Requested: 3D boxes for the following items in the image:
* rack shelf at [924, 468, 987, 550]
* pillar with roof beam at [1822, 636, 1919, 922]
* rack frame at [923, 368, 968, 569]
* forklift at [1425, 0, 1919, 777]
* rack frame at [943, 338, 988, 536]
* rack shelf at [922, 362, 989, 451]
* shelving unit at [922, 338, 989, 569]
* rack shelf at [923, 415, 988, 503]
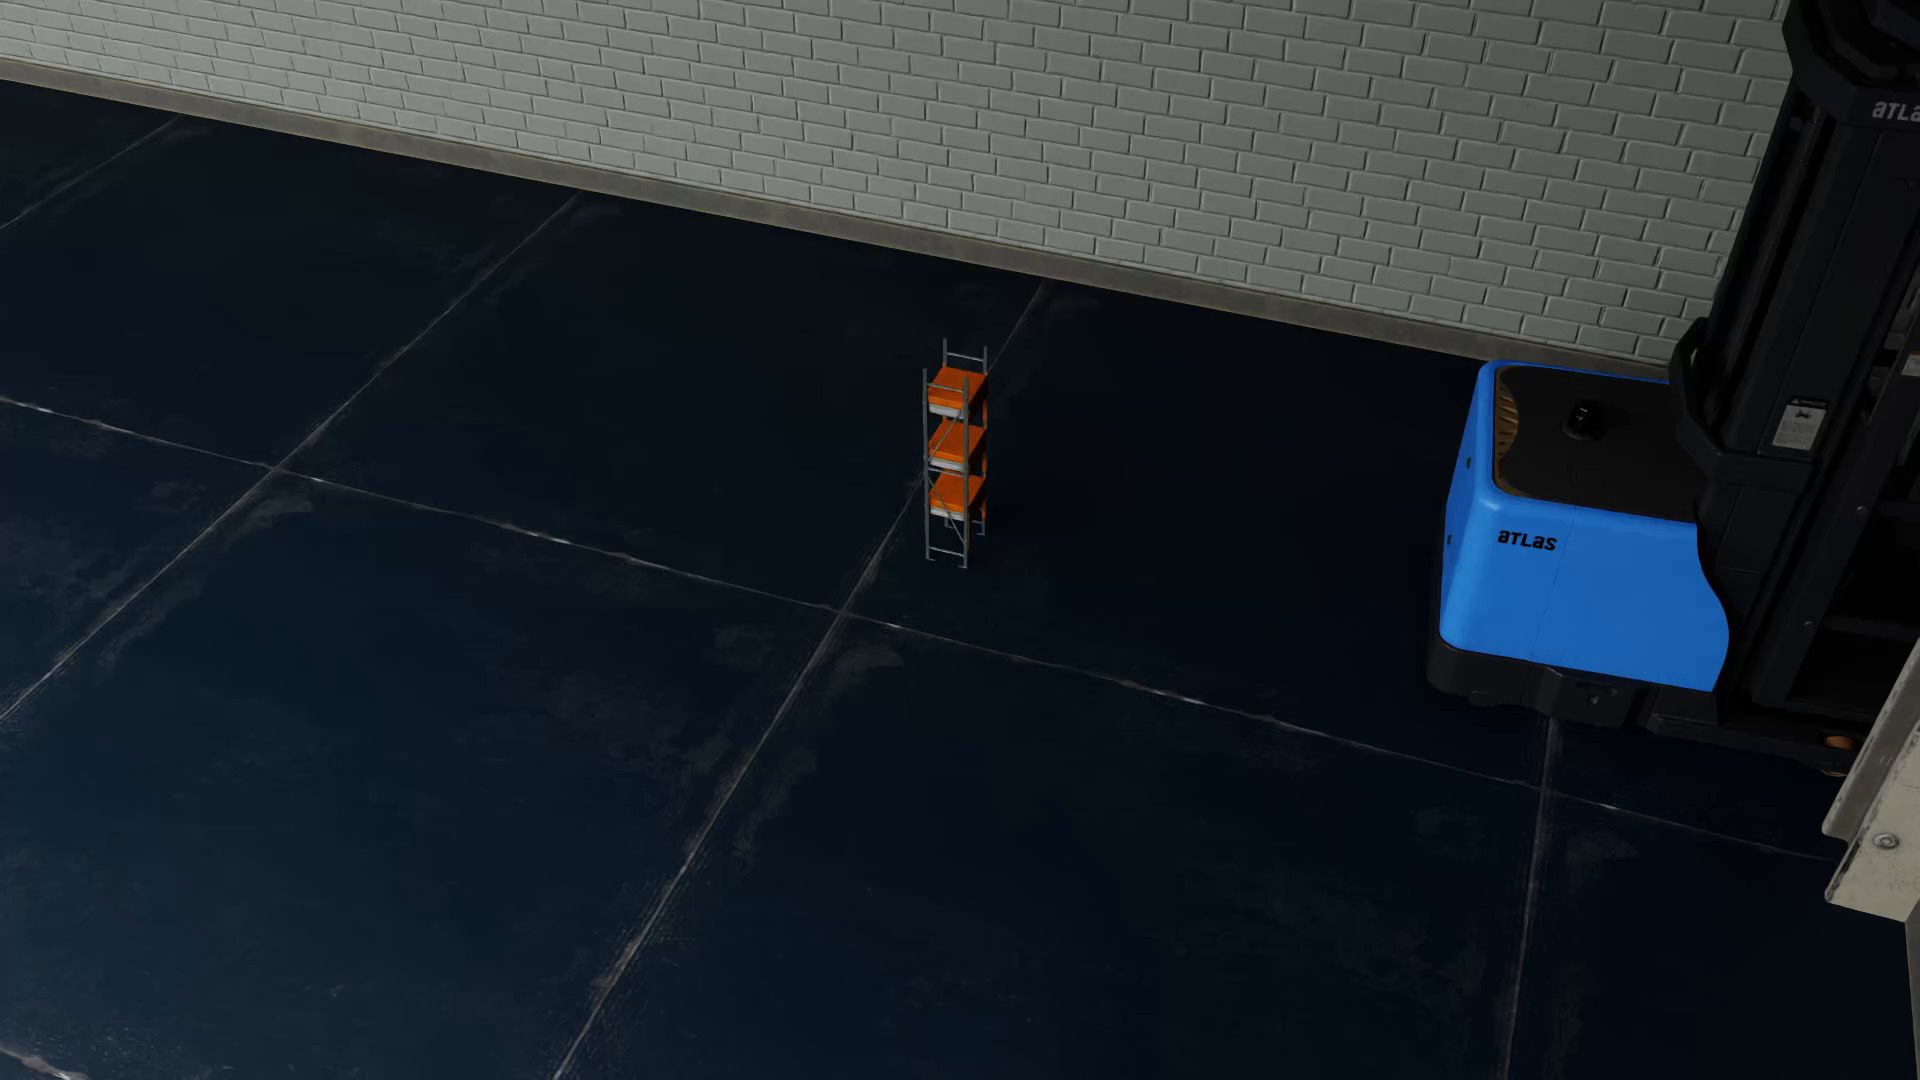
[{"bbox_3d":[-0.018,-0.147,7.512,0.215,0.259,0.240,13,42,15],"label":"rack shelf"},{"bbox_3d":[-0.639,-3.131,4.440,9.100,9.000,0.400,13,42,15],"label":"pillar with roof beam"},{"bbox_3d":[-0.060,-0.292,7.237,0.200,1.050,0.008,13,42,15],"label":"rack frame"},{"bbox_3d":[3.516,-0.528,6.065,3.031,2.935,1.130,9,41,11],"label":"forklift"},{"bbox_3d":[0.023,-0.441,7.412,0.200,1.050,0.008,13,42,15],"label":"rack frame"},{"bbox_3d":[-0.018,-0.575,7.147,0.215,0.259,0.240,13,42,15],"label":"rack shelf"},{"bbox_3d":[-0.018,-0.367,7.325,0.215,1.050,0.252,13,42,15],"label":"shelving unit"},{"bbox_3d":[-0.018,-0.359,7.331,0.215,0.259,0.240,13,42,15],"label":"rack shelf"}]
